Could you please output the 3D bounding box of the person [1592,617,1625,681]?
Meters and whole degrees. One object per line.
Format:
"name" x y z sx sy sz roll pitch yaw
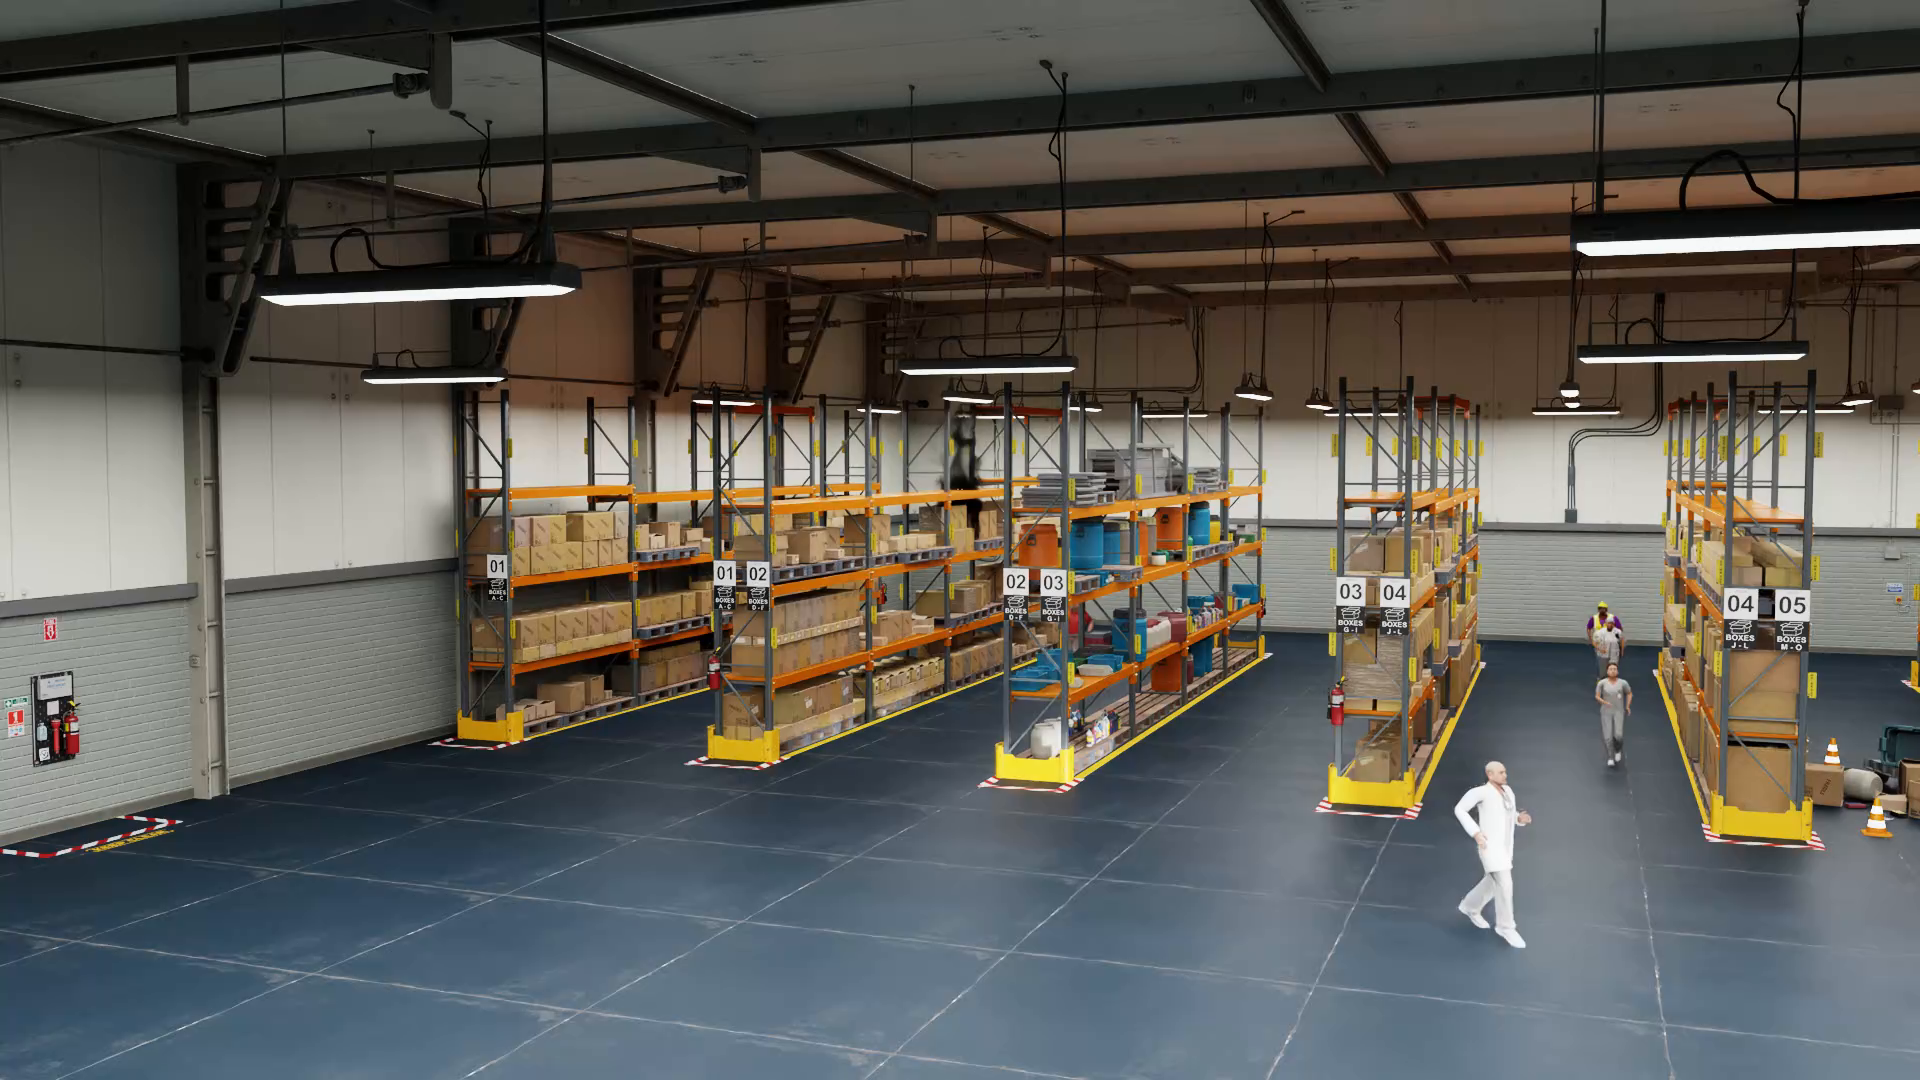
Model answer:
"person" 12.951 2.355 33.220 0.629 1.668 0.962 1 3 16

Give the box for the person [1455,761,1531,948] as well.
"person" 5.457 3.168 17.024 0.694 1.822 0.876 -3 4 -39

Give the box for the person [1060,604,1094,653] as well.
"person" 2.296 2.032 33.416 0.652 1.724 0.602 1 3 21

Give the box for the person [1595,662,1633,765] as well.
"person" 10.265 2.741 26.122 0.550 1.633 0.571 1 3 21

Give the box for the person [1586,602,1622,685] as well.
"person" 13.736 2.191 35.467 0.722 1.752 0.680 1 3 25
